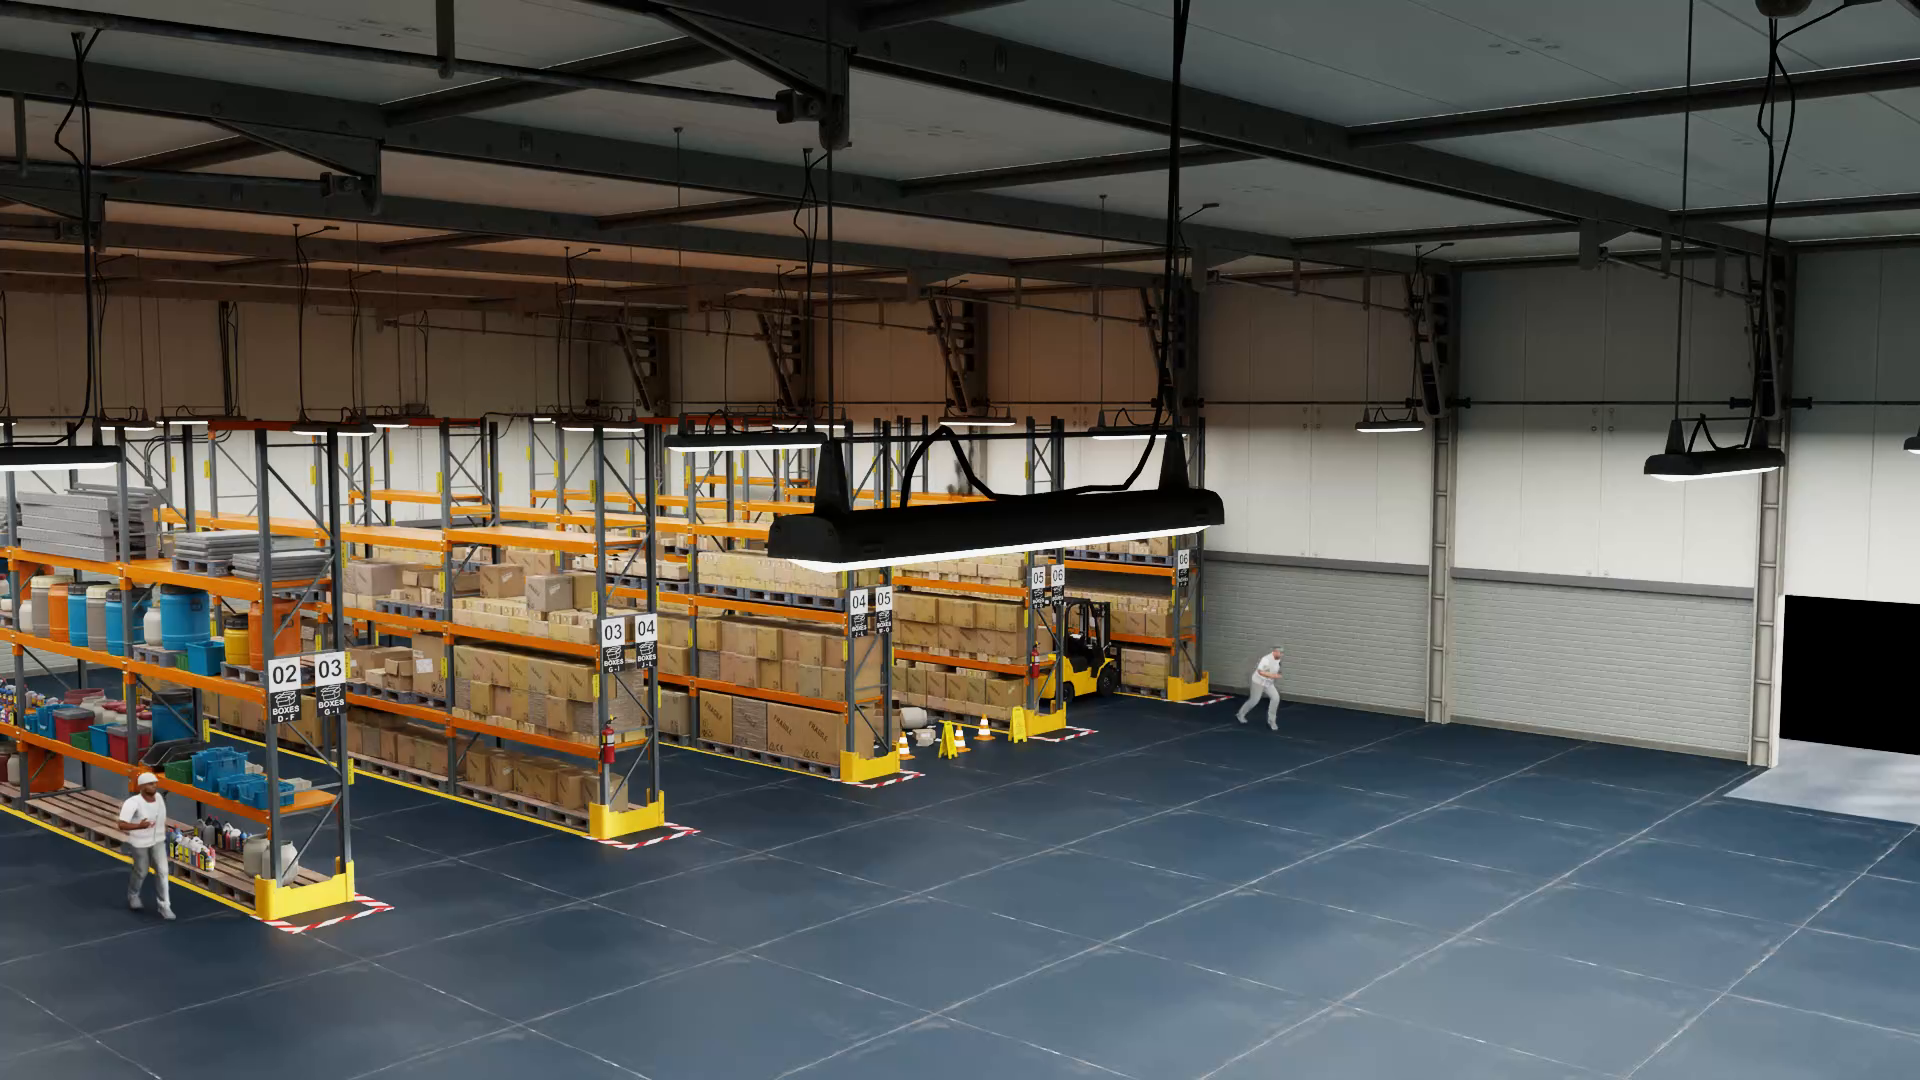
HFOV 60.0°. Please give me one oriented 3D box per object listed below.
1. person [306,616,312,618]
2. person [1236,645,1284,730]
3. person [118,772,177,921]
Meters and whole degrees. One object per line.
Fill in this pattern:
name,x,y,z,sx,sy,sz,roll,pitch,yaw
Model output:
person,-14.560,2.465,37.066,0.601,1.559,0.857,-2,5,-19
person,5.862,2.850,32.408,1.014,1.719,0.707,4,6,41
person,-10.020,3.749,20.434,0.869,1.809,0.670,3,6,33
